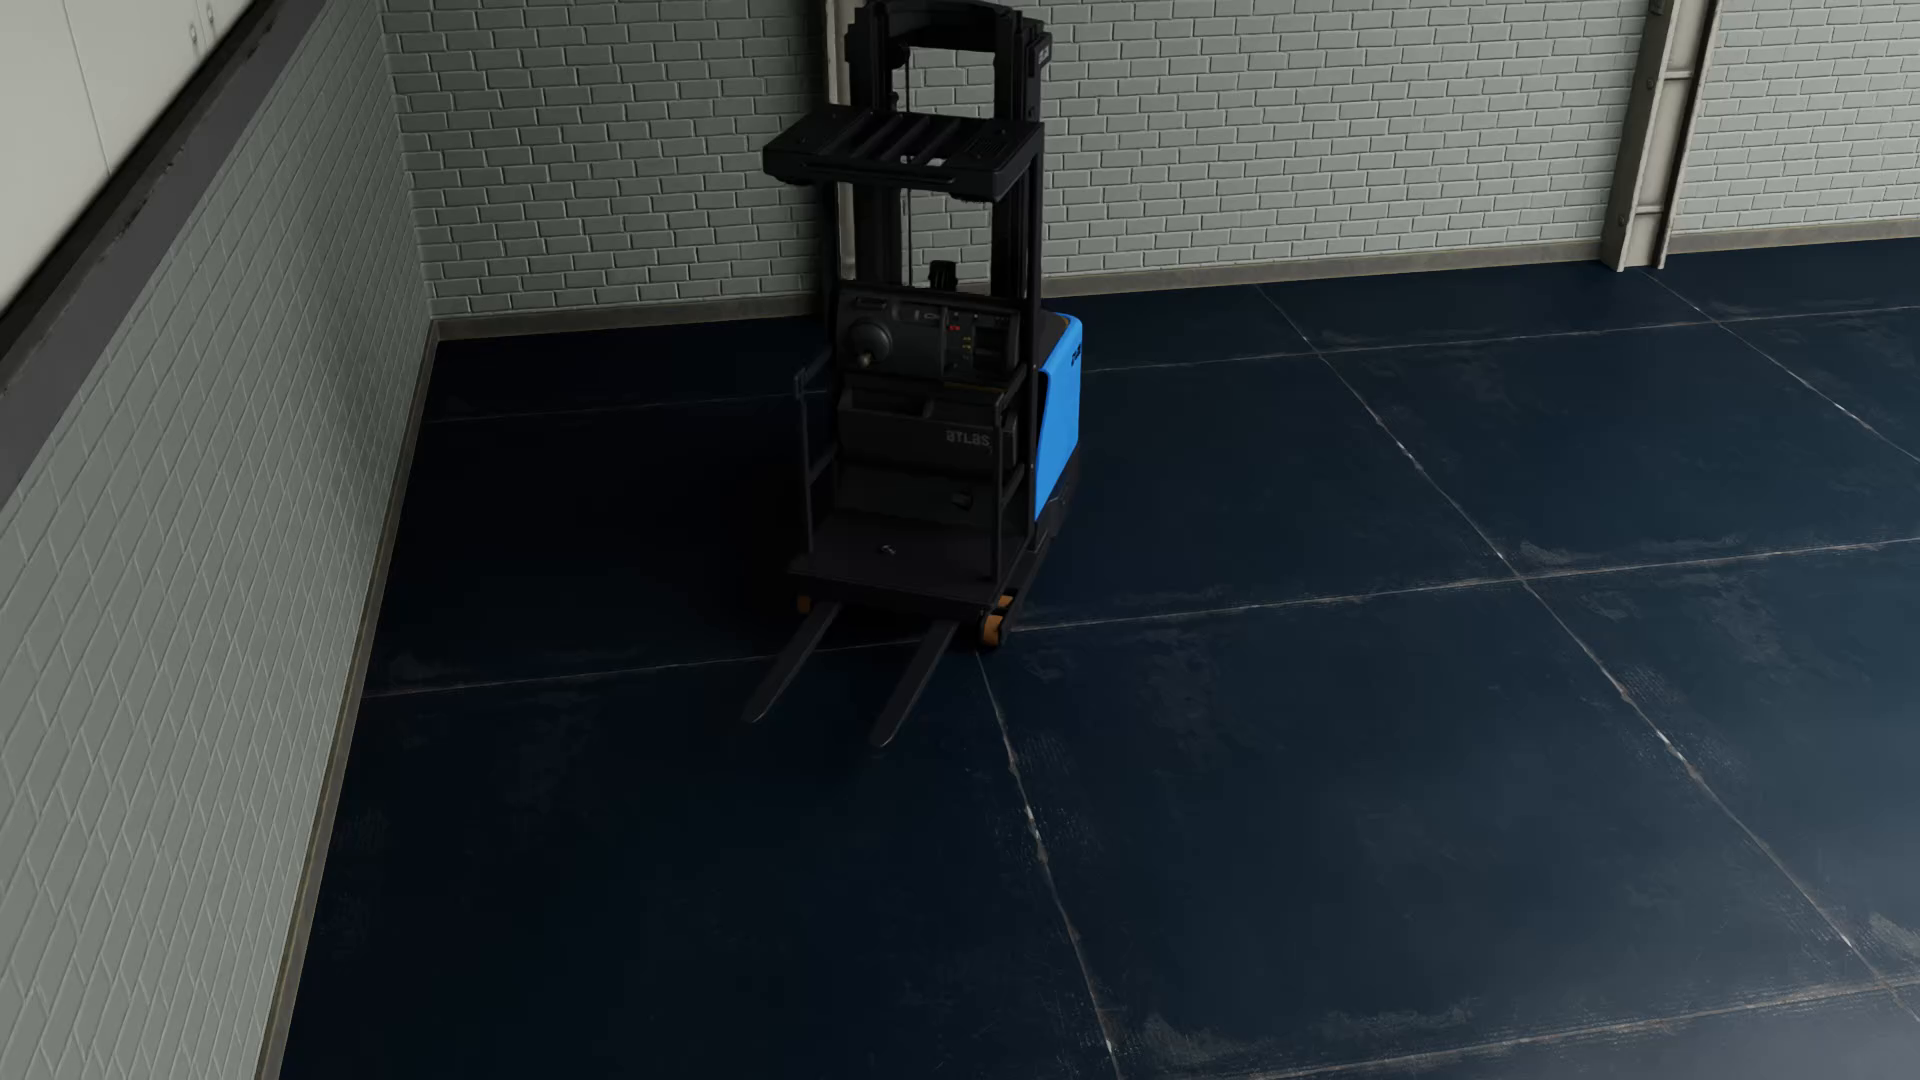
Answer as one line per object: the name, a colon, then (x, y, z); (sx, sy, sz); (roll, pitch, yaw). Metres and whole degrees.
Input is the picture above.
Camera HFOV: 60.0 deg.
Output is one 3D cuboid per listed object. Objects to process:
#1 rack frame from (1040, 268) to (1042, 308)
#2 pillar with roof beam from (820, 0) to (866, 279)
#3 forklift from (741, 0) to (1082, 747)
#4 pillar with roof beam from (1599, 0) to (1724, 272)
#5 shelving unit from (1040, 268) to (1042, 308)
rack frame: (0.432, -0.985, 9.741); (0.006, 1.200, 0.240); (9, 31, 15)
pillar with roof beam: (0.075, -3.336, 6.045); (0.400, 9.000, 9.100); (-5, 31, -9)
forklift: (-0.220, -0.950, 7.974); (1.130, 2.935, 3.031); (9, 32, 15)
pillar with roof beam: (5.976, -3.883, 6.976); (0.400, 9.000, 9.100); (-5, 31, -9)
shelving unit: (0.345, -0.998, 9.764); (0.189, 1.200, 0.258); (9, 31, 15)
